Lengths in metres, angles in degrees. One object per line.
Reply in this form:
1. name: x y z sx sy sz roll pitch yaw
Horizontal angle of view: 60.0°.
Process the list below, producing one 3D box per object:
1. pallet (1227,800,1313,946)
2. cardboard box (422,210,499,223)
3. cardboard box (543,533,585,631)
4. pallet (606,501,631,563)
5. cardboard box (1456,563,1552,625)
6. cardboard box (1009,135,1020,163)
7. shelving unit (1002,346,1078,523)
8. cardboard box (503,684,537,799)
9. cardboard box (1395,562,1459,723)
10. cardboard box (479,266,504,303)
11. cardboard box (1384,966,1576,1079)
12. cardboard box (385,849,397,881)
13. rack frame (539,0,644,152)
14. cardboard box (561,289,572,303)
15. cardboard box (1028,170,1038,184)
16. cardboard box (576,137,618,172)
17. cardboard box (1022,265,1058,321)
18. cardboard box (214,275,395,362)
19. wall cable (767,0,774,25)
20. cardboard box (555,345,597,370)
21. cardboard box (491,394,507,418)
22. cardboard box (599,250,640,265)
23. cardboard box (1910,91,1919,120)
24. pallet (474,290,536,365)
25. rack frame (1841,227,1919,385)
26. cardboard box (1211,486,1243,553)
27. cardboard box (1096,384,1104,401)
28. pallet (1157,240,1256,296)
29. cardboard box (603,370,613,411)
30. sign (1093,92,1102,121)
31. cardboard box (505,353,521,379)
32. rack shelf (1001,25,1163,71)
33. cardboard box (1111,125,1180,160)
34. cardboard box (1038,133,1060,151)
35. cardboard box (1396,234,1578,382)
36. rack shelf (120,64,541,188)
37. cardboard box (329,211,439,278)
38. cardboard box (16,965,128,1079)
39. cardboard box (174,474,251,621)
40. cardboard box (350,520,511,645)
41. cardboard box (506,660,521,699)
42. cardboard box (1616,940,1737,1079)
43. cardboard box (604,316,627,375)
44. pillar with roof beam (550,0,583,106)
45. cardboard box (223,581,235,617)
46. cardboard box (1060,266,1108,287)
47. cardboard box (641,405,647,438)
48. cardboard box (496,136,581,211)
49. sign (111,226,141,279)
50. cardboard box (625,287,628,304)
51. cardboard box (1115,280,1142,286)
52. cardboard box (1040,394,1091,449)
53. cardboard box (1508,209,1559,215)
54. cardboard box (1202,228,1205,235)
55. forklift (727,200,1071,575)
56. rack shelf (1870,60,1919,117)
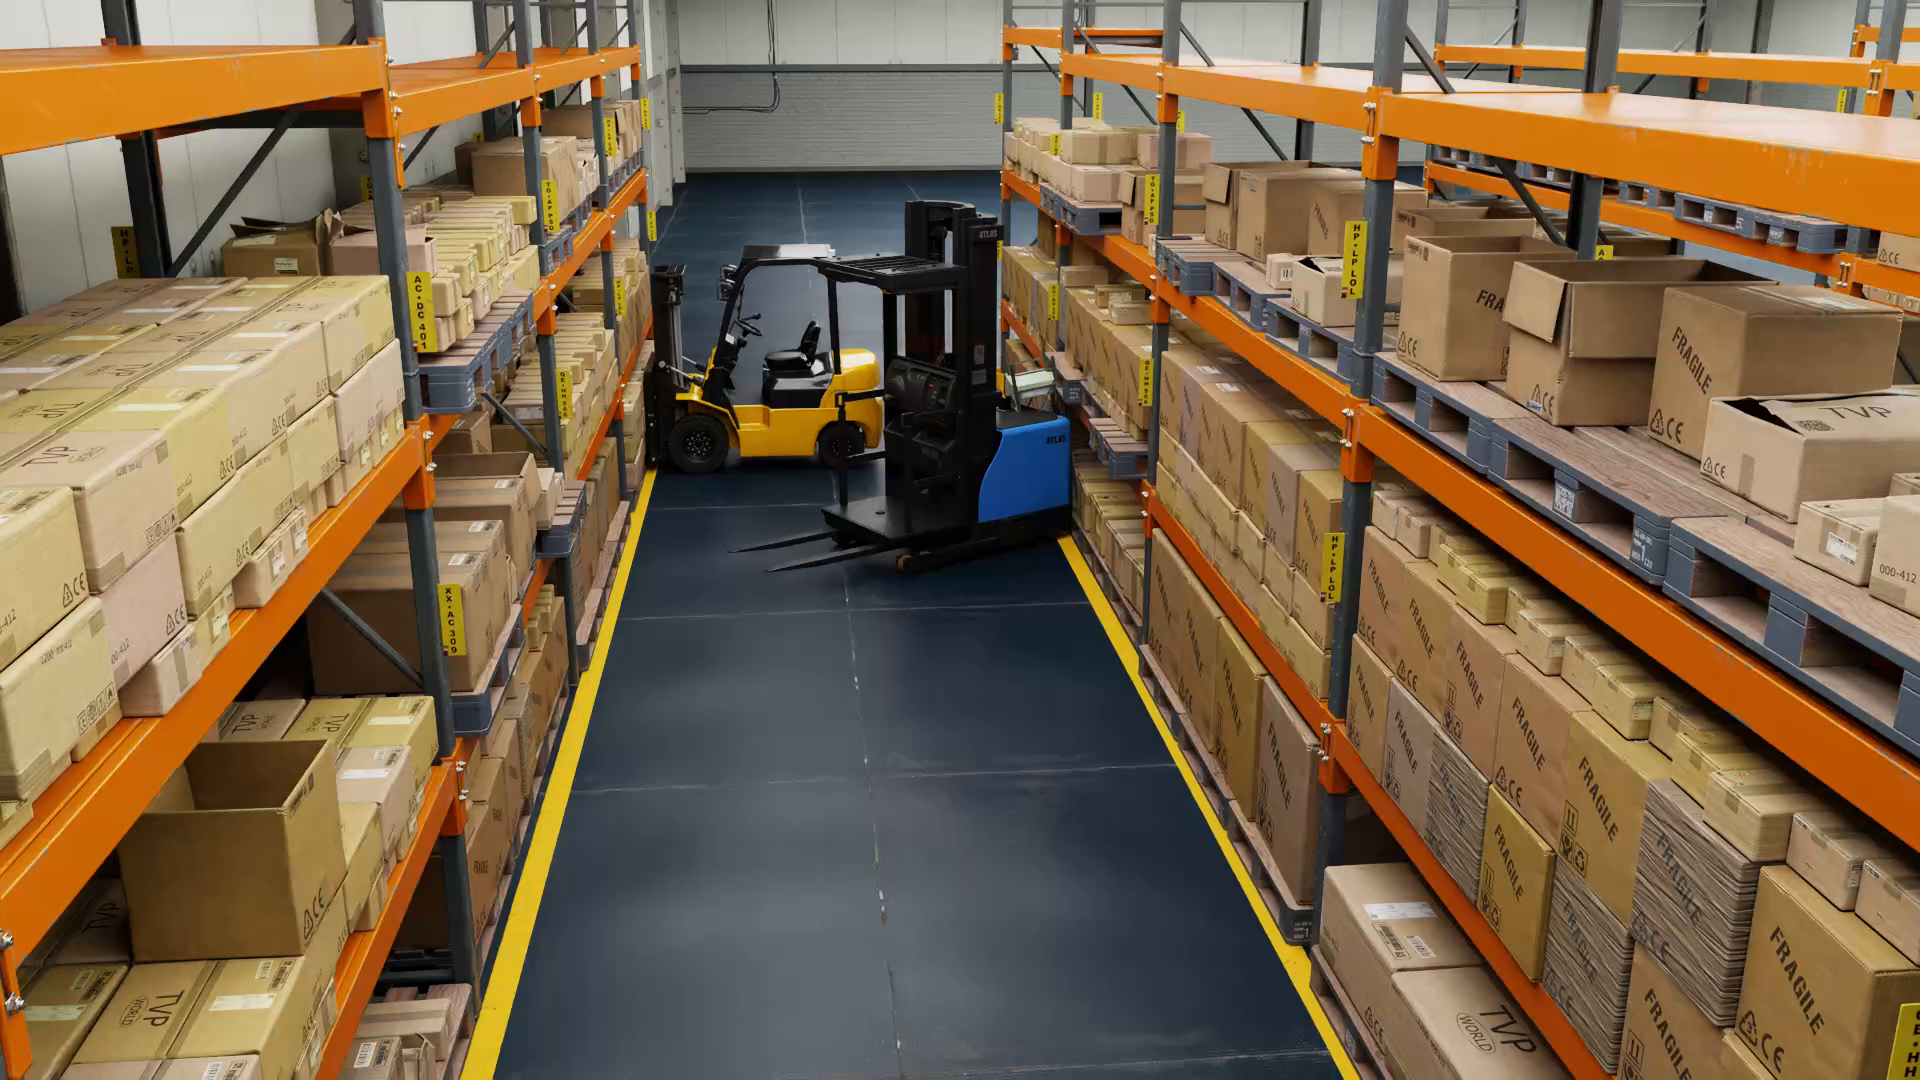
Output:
1. pallet: 2.061 1.723 8.837 1.003 0.211 1.213 -2 18 -6
2. cardboard box: -2.820 -1.779 9.417 0.380 0.149 0.250 -2 18 -6
3. cardboard box: -3.185 0.329 11.885 0.875 0.625 0.625 -1 17 -4
4. pallet: -3.432 -0.060 14.517 1.003 0.211 1.213 -2 18 -6
5. cardboard box: 2.064 0.195 6.131 0.380 0.149 0.250 -2 18 -7
6. cardboard box: 0.807 -4.148 17.629 0.500 0.250 0.500 -2 18 -6
7. shelving unit: 0.743 -0.933 14.995 0.431 1.500 0.755 -12 14 -1
8. cardboard box: -2.707 1.154 9.466 0.500 0.500 0.500 -2 18 -8
9. cardboard box: 2.069 0.395 6.574 0.500 0.500 0.500 -2 18 -6
10. cardboard box: -2.482 -1.266 8.247 0.380 0.149 0.250 -1 17 -4
11. cardboard box: 2.266 2.099 6.559 0.875 0.438 0.875 -2 18 -7
12. cardboard box: -2.338 1.214 6.222 0.380 0.149 0.250 -1 17 -4
13. rack frame: -3.959 -5.663 17.692 1.000 3.000 0.127 -2 18 -6
14. cardboard box: -3.913 -2.360 15.936 0.380 0.149 0.250 -1 17 -4
15. cardboard box: 0.894 -3.696 16.852 0.380 0.149 0.250 -2 18 -7
16. cardboard box: -3.390 -3.501 15.094 0.500 0.311 0.500 -1 17 -5
17. cardboard box: 0.921 -2.538 17.090 0.500 0.500 0.500 -2 18 -7
18. cardboard box: -2.430 -0.823 6.201 0.500 0.250 0.500 -2 18 -5
19. wall cable: -4.176 -16.296 48.313 3.097 2.526 0.112 -2 18 -6
20. cardboard box: -3.025 -1.415 12.926 0.380 0.149 0.250 -2 18 -7
21. cardboard box: -3.511 -0.862 11.830 0.500 0.250 0.500 -2 18 -5
22. cardboard box: -3.514 -2.899 17.158 0.380 0.149 0.250 -1 17 -4
23. cardboard box: 10.719 -4.670 18.038 0.500 0.500 0.500 -2 18 -6
24. pallet: -2.829 -1.072 8.391 1.213 0.211 1.003 -2 18 -6
25. rack frame: 6.716 -0.755 12.073 1.000 3.000 0.127 -2 18 -6
26. cardboard box: 1.740 -0.126 9.485 0.500 0.250 0.500 -1 17 -5
27. cardboard box: 1.296 -1.202 13.216 0.380 0.149 0.250 -2 18 -7
28. pallet: 1.922 -1.723 10.464 1.213 0.211 1.003 -1 17 -3
29. cardboard box: -3.177 -1.246 13.888 0.500 0.250 0.500 -2 18 -6
30. sign: 1.532 -4.820 18.536 0.100 0.325 0.005 -2 18 -6
31. cardboard box: -3.547 -1.322 12.630 0.380 0.149 0.250 -1 17 -4
32. rack shelf: 1.184 -4.877 16.394 1.077 0.370 4.000 -2 18 -6
33. cardboard box: 1.577 -3.393 14.184 0.500 0.250 0.500 -1 17 -4
34. cardboard box: 0.942 -3.772 15.763 0.380 0.149 0.250 -1 17 -4
35. cardboard box: 2.067 -0.925 6.573 0.500 0.500 0.500 -1 17 -5
36. rack shelf: -2.928 -2.150 8.370 1.077 0.370 4.000 -2 18 -6
37. cardboard box: -2.405 -1.225 6.926 0.396 0.266 0.258 -2 18 -6
38. cardboard box: -2.719 1.466 4.755 0.500 0.250 0.500 -1 17 -4
39. cardboard box: -2.196 0.020 4.350 0.500 0.250 0.500 -2 18 -7
40. cardboard box: -2.602 0.221 8.097 0.700 0.500 0.500 -2 17 -5
41. cardboard box: -2.722 0.801 9.508 0.380 0.149 0.250 -3 18 -8
42. cardboard box: 2.278 1.478 4.793 0.500 0.500 0.500 -2 18 -7
43. cardboard box: -3.333 -1.797 15.226 0.500 0.500 0.500 -2 18 -7
44. pillar with roof beam: -1.121 -7.348 23.060 9.100 9.000 0.400 -2 18 -6
45. cardboard box: -2.218 0.171 4.535 0.380 0.149 0.250 -2 18 -6
46. cardboard box: 1.087 -2.312 14.586 0.380 0.149 0.250 -2 18 -6
47. cardboard box: -3.384 -1.190 16.514 0.500 0.250 0.500 -2 18 -6
48. cardboard box: -3.072 -2.671 12.134 0.500 0.500 0.500 -1 17 -4
49. sign: -3.273 -1.073 6.559 0.100 0.325 0.005 -2 18 -6
50. cardboard box: -3.353 -2.299 15.742 0.380 0.149 0.250 -1 17 -4
51. cardboard box: 1.666 -2.023 14.748 0.500 0.500 0.500 -2 18 -7
52. cardboard box: 1.062 -1.178 16.058 0.500 0.500 0.500 -2 18 -6
53. cardboard box: 5.962 -3.281 18.068 0.875 0.550 0.550 -2 18 -6
54. cardboard box: 1.913 -2.114 11.619 0.396 0.266 0.258 -2 18 -6
55. forklift: -0.503 -1.287 13.885 3.031 2.935 1.130 -12 21 -34
56. rack shelf: 6.922 -2.487 9.445 1.077 0.370 4.000 -2 18 -6
